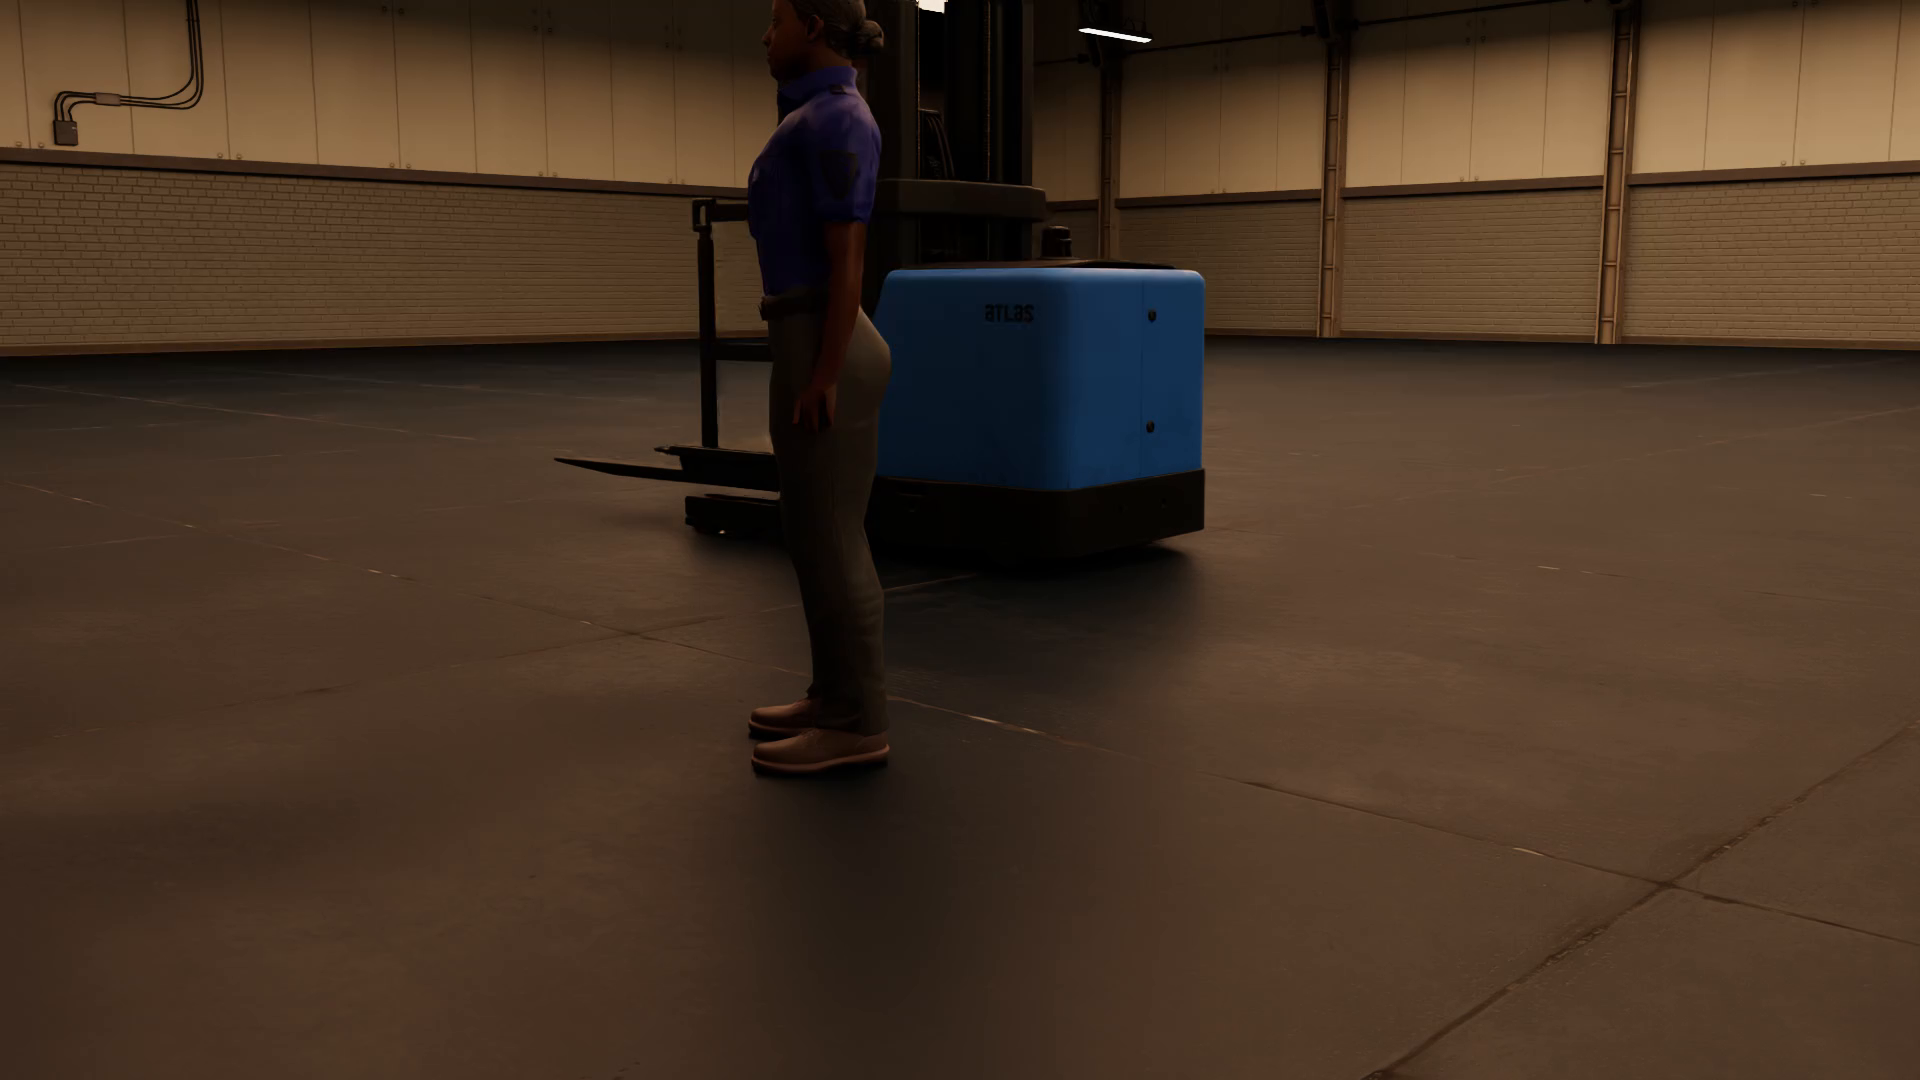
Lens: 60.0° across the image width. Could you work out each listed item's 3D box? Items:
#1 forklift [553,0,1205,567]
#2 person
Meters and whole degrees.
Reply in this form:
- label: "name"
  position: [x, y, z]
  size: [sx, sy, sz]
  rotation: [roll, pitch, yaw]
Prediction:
- label: "forklift"
  position: [-0.510, -1.507, 6.881]
  size: [3.031, 2.935, 1.130]
  rotation: [7, 11, 38]
- label: "person"
  position: [-0.307, -0.356, 3.519]
  size: [0.325, 1.662, 0.447]
  rotation: [-1, 9, -4]
